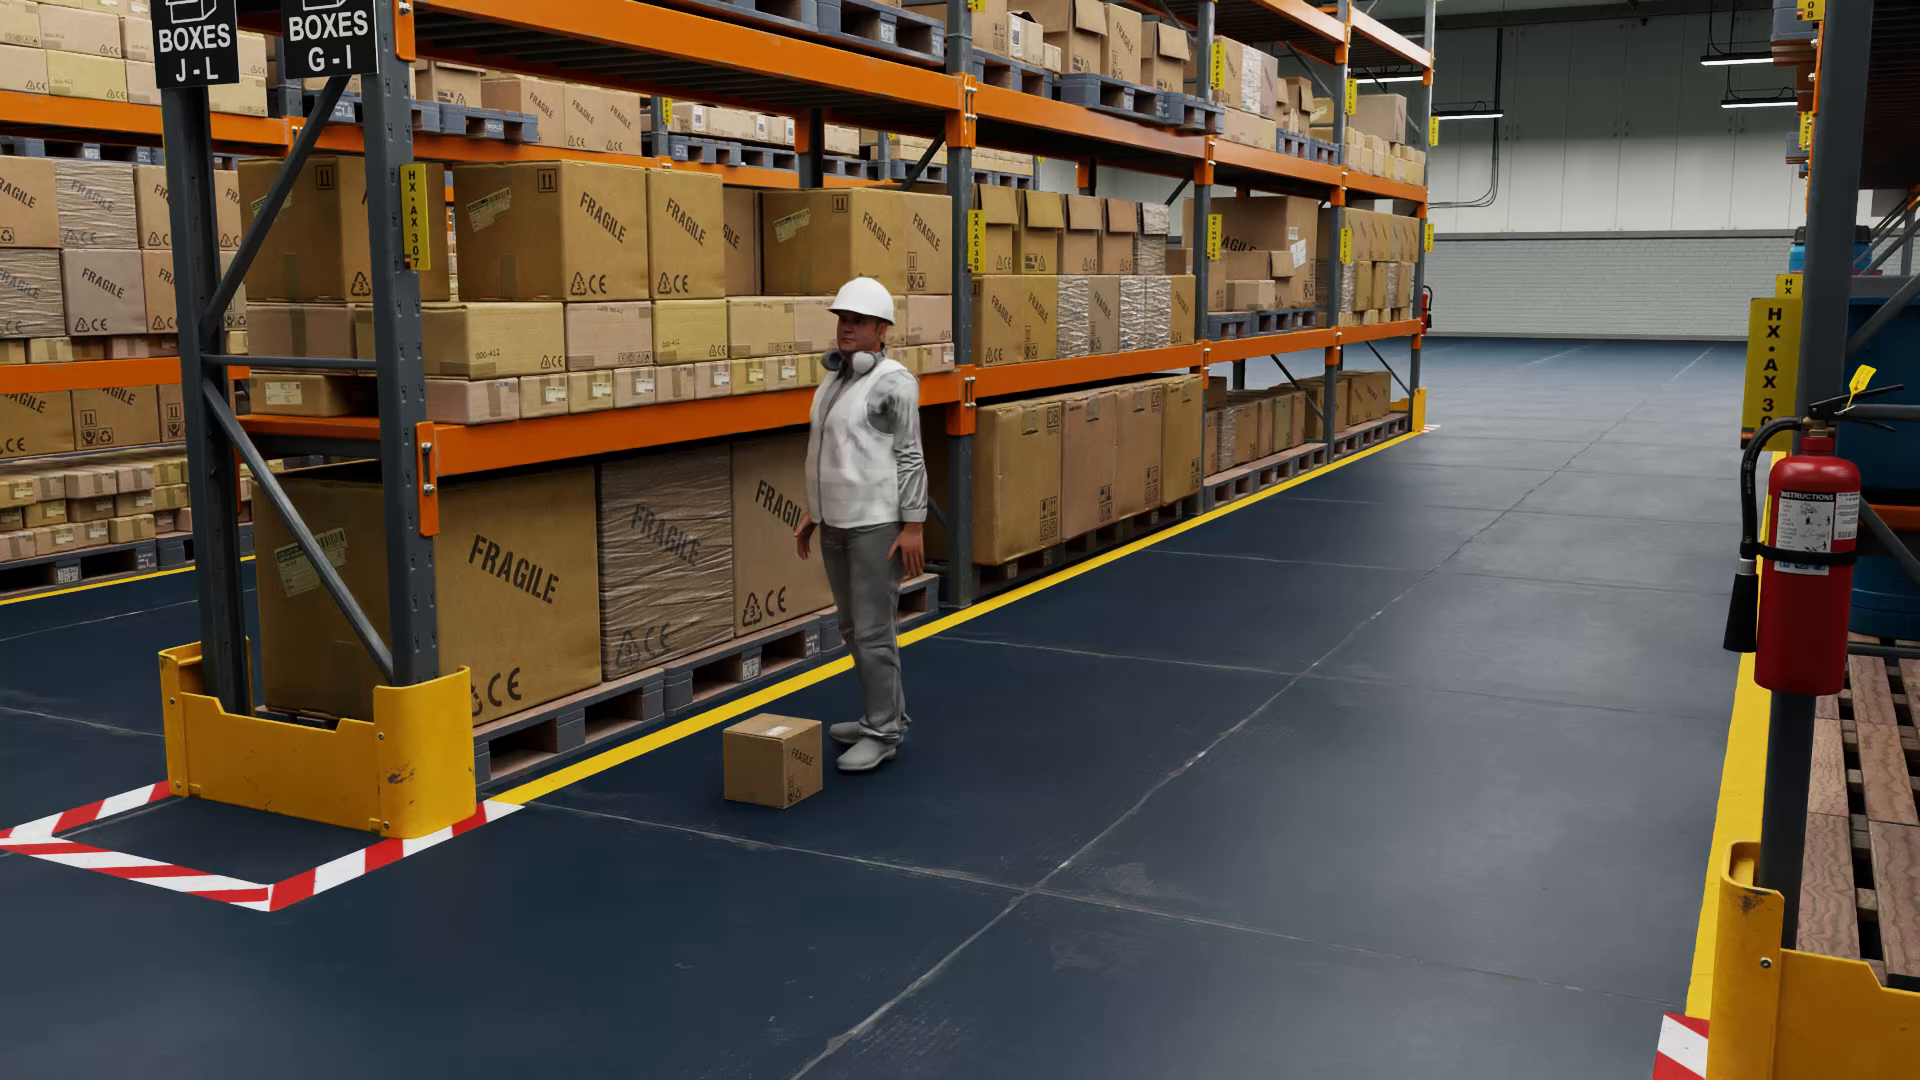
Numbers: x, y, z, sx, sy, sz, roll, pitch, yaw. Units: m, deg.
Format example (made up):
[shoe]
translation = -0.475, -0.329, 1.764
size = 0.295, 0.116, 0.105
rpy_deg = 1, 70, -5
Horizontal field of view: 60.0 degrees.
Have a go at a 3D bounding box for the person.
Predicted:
[person]
translation = -0.367, -0.067, 6.134
size = 0.397, 1.781, 0.571
rpy_deg = -6, 11, -35
